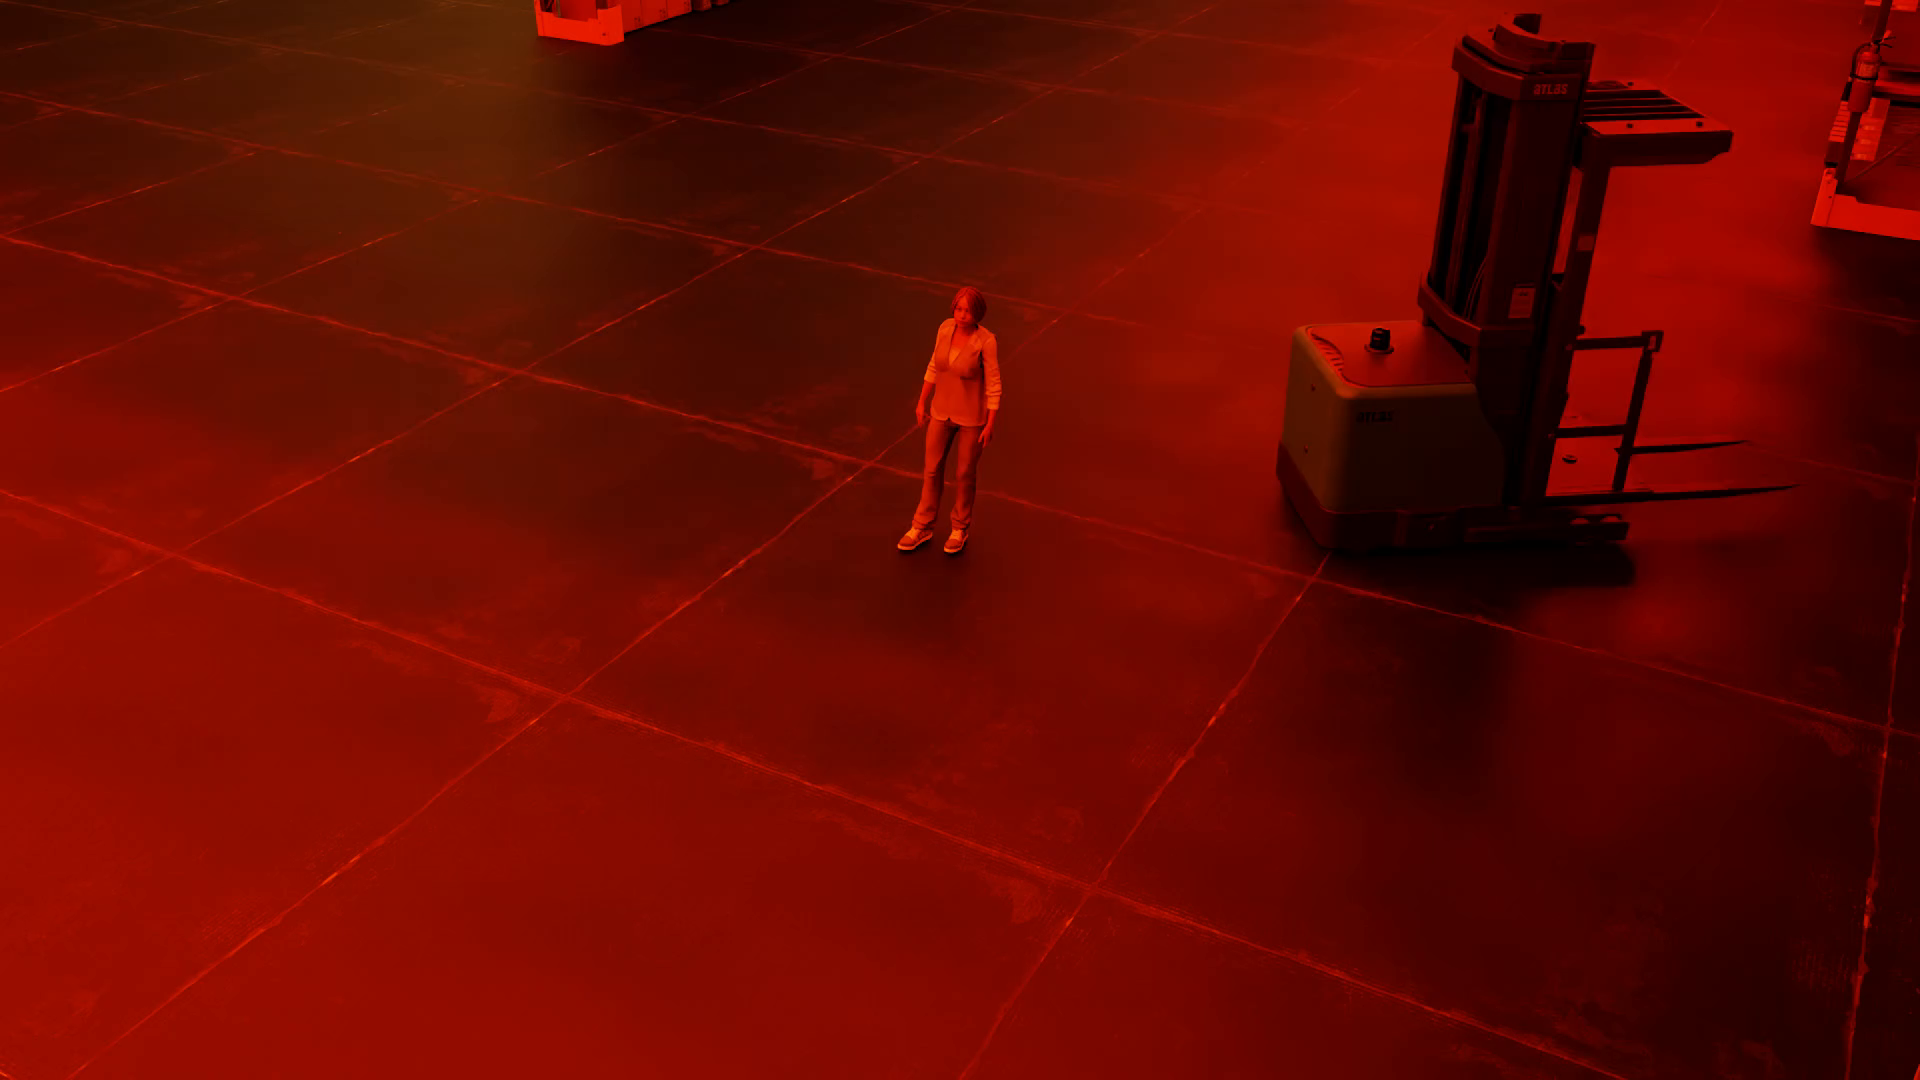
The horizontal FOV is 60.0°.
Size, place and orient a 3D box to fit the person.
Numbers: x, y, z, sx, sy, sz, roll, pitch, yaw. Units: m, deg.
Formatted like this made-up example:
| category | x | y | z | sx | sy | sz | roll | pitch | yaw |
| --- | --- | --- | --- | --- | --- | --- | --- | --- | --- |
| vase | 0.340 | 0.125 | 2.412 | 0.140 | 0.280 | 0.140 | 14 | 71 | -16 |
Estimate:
| category | x | y | z | sx | sy | sz | roll | pitch | yaw |
| --- | --- | --- | --- | --- | --- | --- | --- | --- | --- |
| person | -0.048 | -0.669 | 9.550 | 0.521 | 1.596 | 0.475 | 15 | 33 | 25 |

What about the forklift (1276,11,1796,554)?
| category | x | y | z | sx | sy | sz | roll | pitch | yaw |
| --- | --- | --- | --- | --- | --- | --- | --- | --- | --- |
| forklift | 3.561 | -1.493 | 9.657 | 3.031 | 2.935 | 1.130 | -3 | 30 | -5 |
